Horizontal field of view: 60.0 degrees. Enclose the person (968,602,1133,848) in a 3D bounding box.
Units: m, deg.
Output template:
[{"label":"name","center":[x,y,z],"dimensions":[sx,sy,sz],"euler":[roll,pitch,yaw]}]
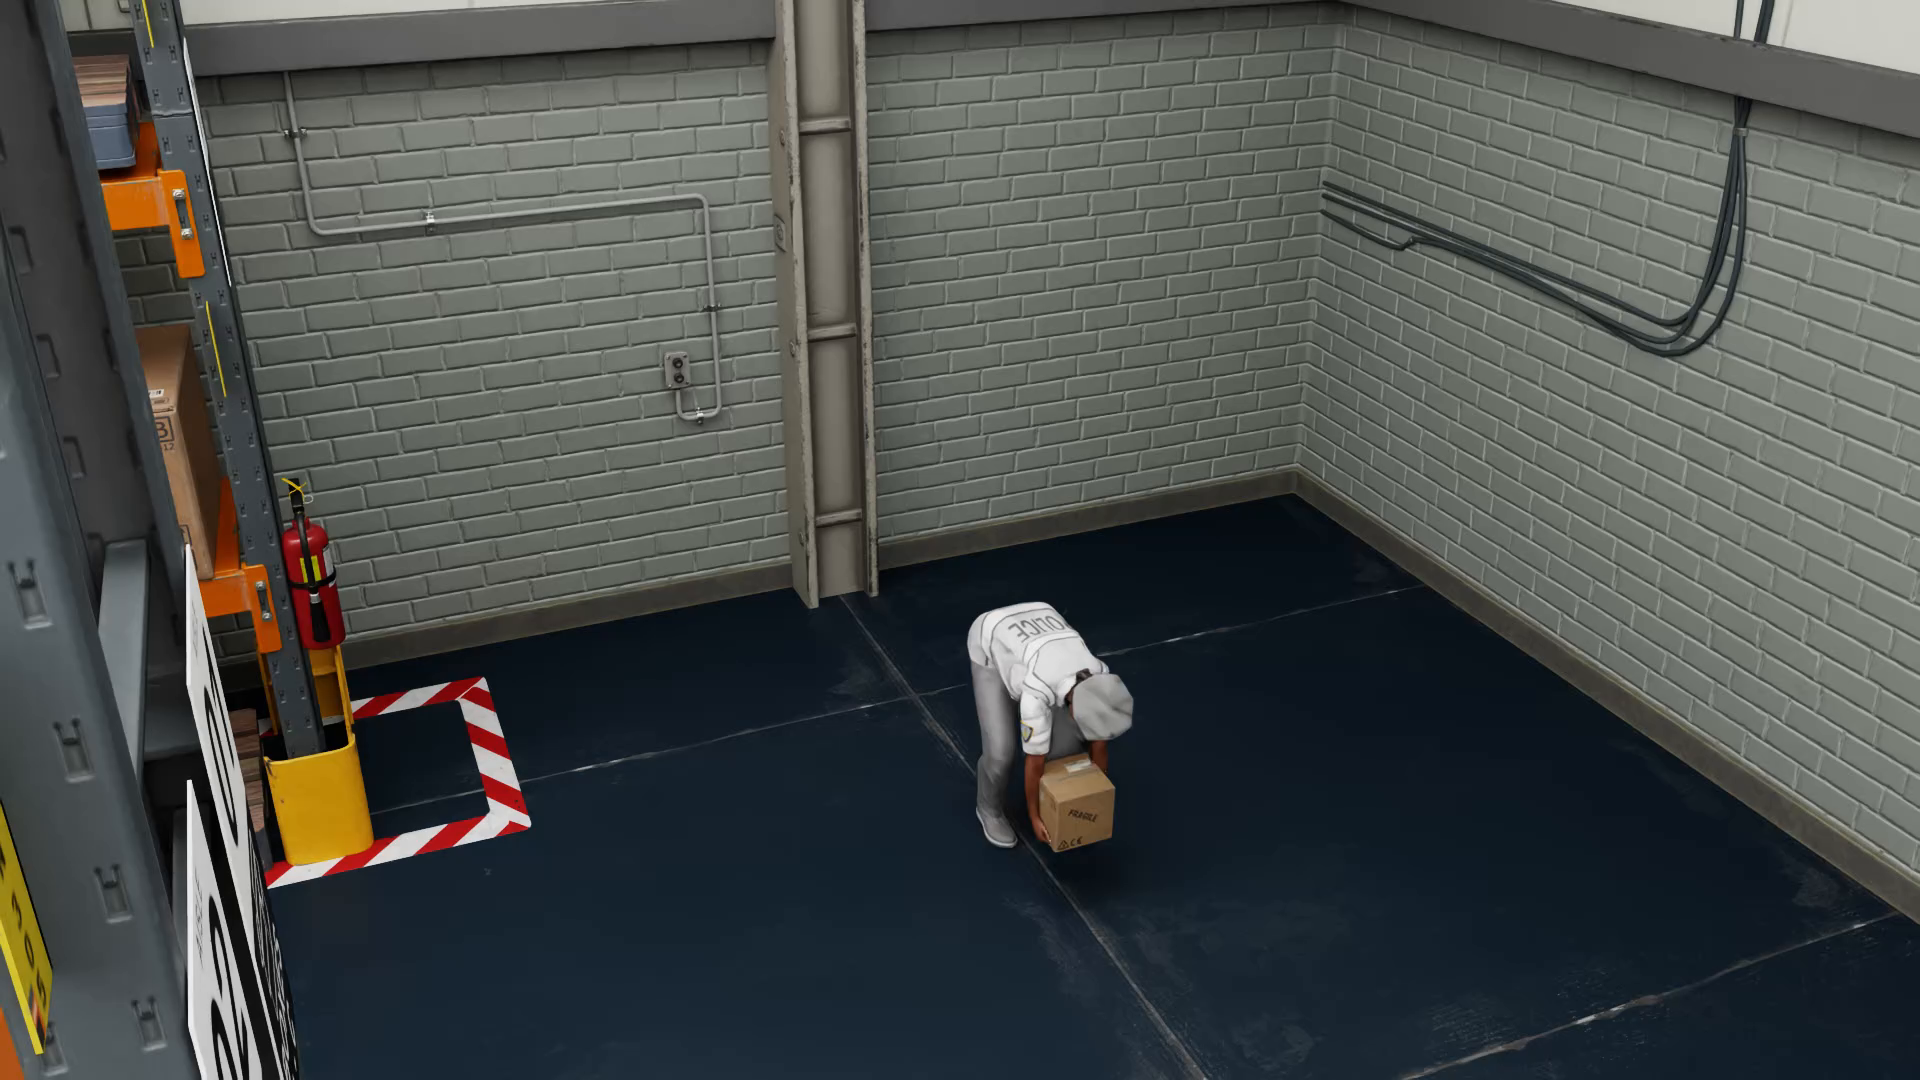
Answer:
[{"label":"person","center":[0.352,0.824,6.642],"dimensions":[0.426,1.041,0.940],"euler":[-12,28,-22]}]
